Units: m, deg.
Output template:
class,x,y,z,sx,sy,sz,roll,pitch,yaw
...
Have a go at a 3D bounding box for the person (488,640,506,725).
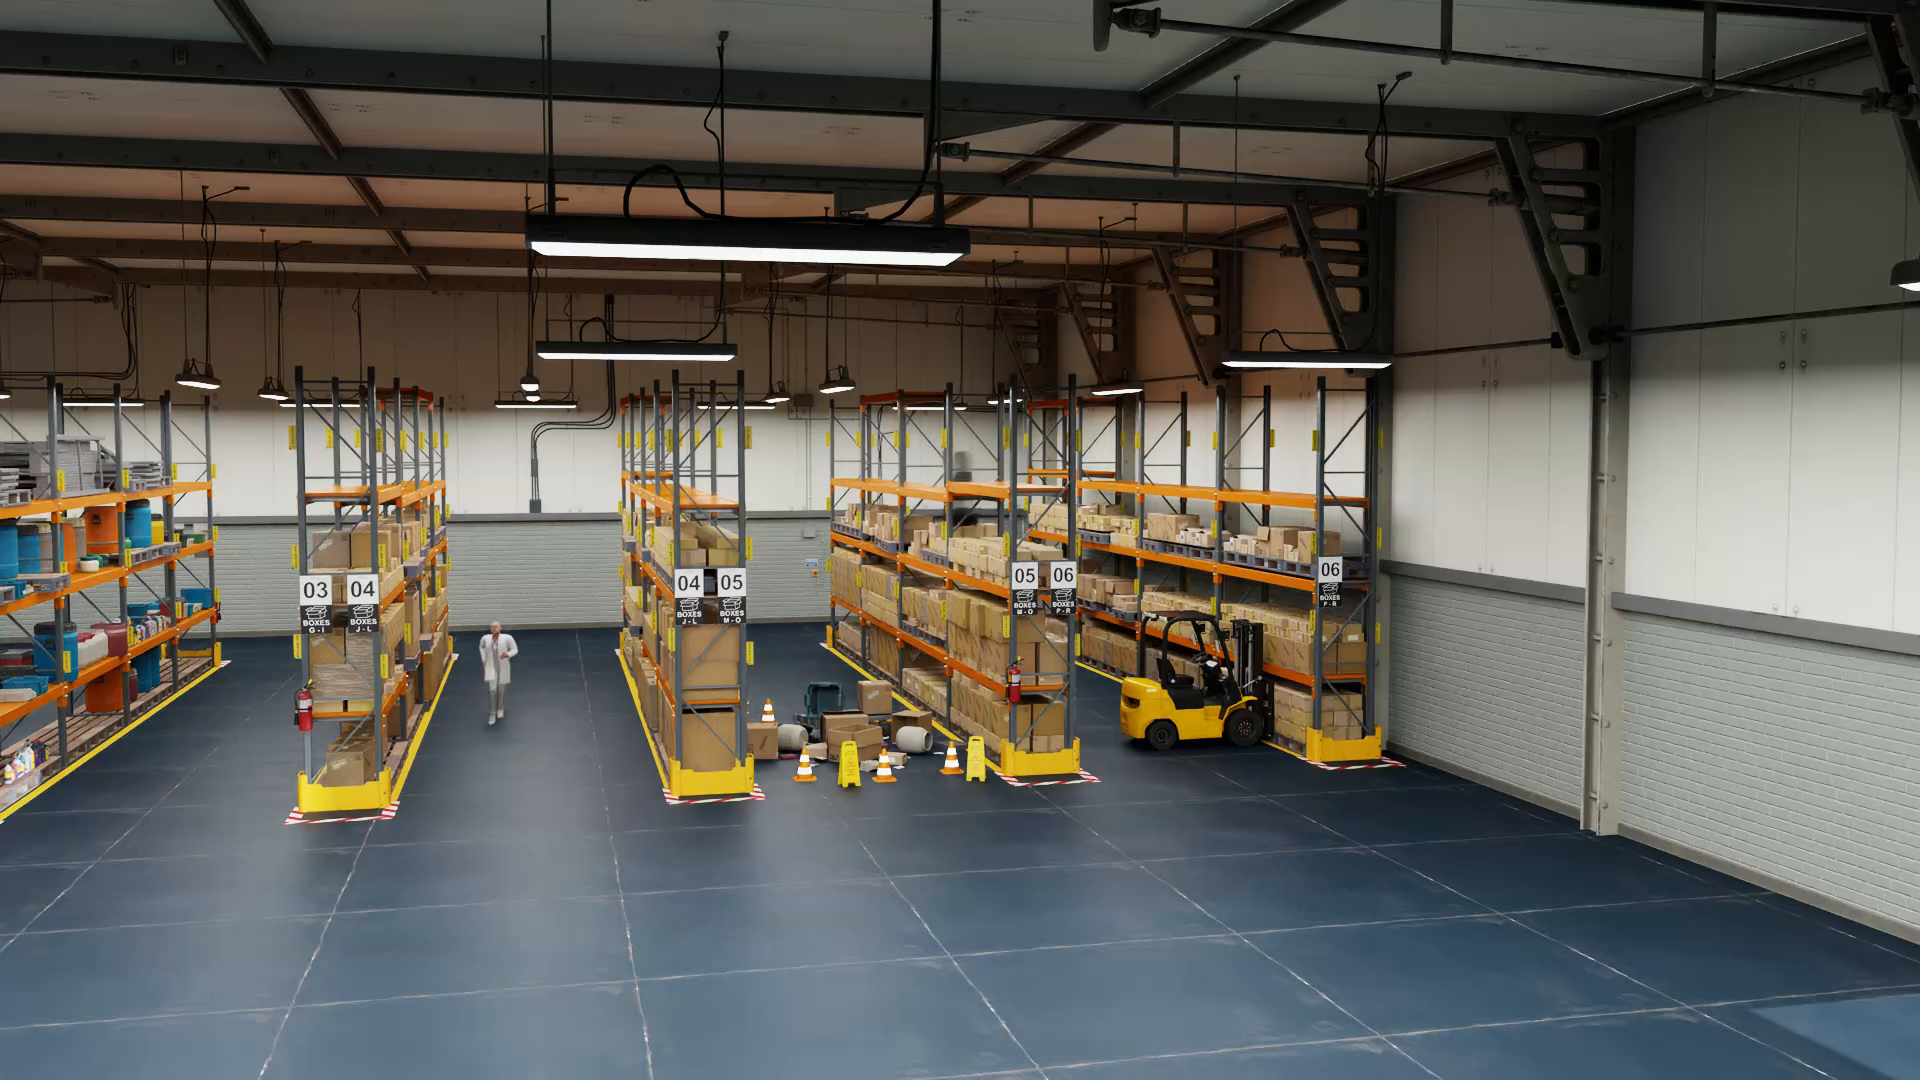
class,x,y,z,sx,sy,sz,roll,pitch,yaw
person,-8.233,2.483,29.700,0.604,1.607,0.786,-1,3,-11
